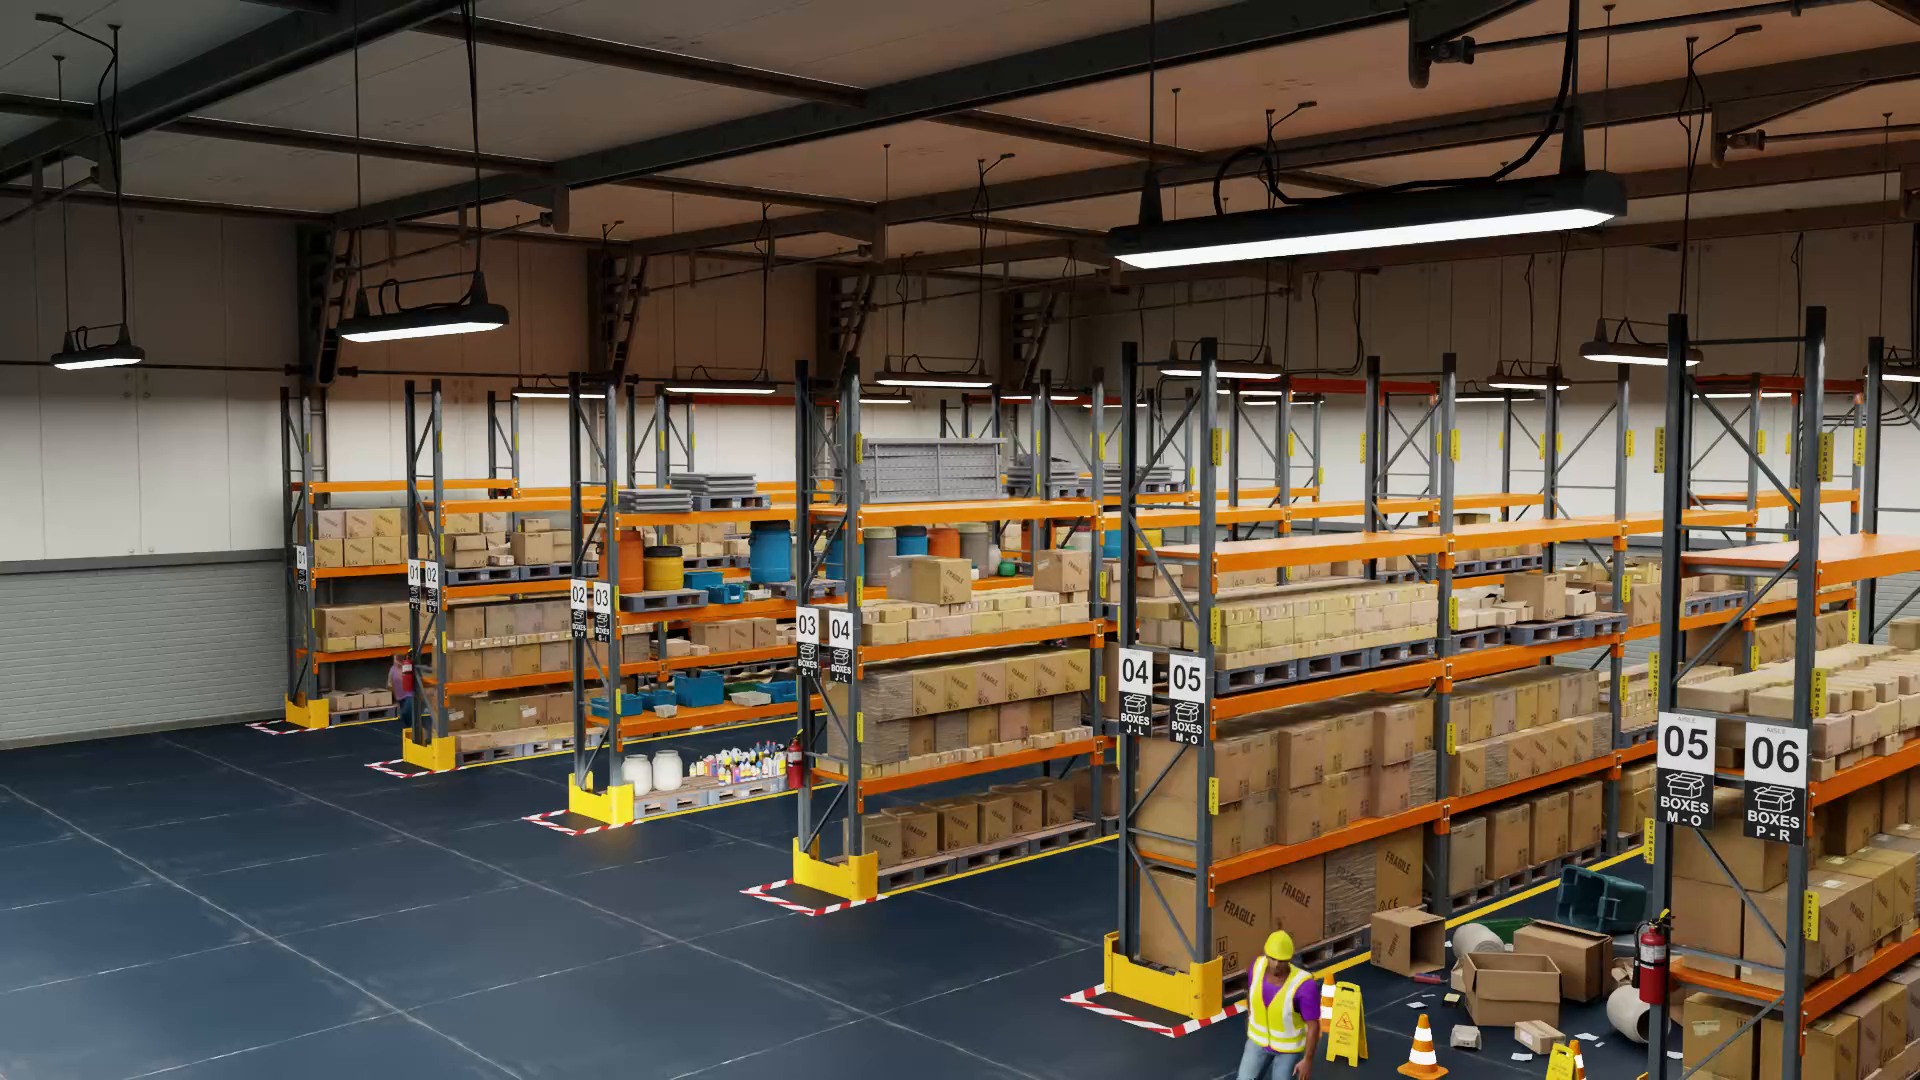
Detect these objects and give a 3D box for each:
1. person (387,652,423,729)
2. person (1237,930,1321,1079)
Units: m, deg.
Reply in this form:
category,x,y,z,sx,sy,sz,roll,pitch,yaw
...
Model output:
category,x,y,z,sx,sy,sz,roll,pitch,yaw
person,-9.204,2.625,27.616,0.470,1.522,0.893,1,4,14
person,2.235,3.559,11.736,0.689,1.717,0.632,2,4,31
